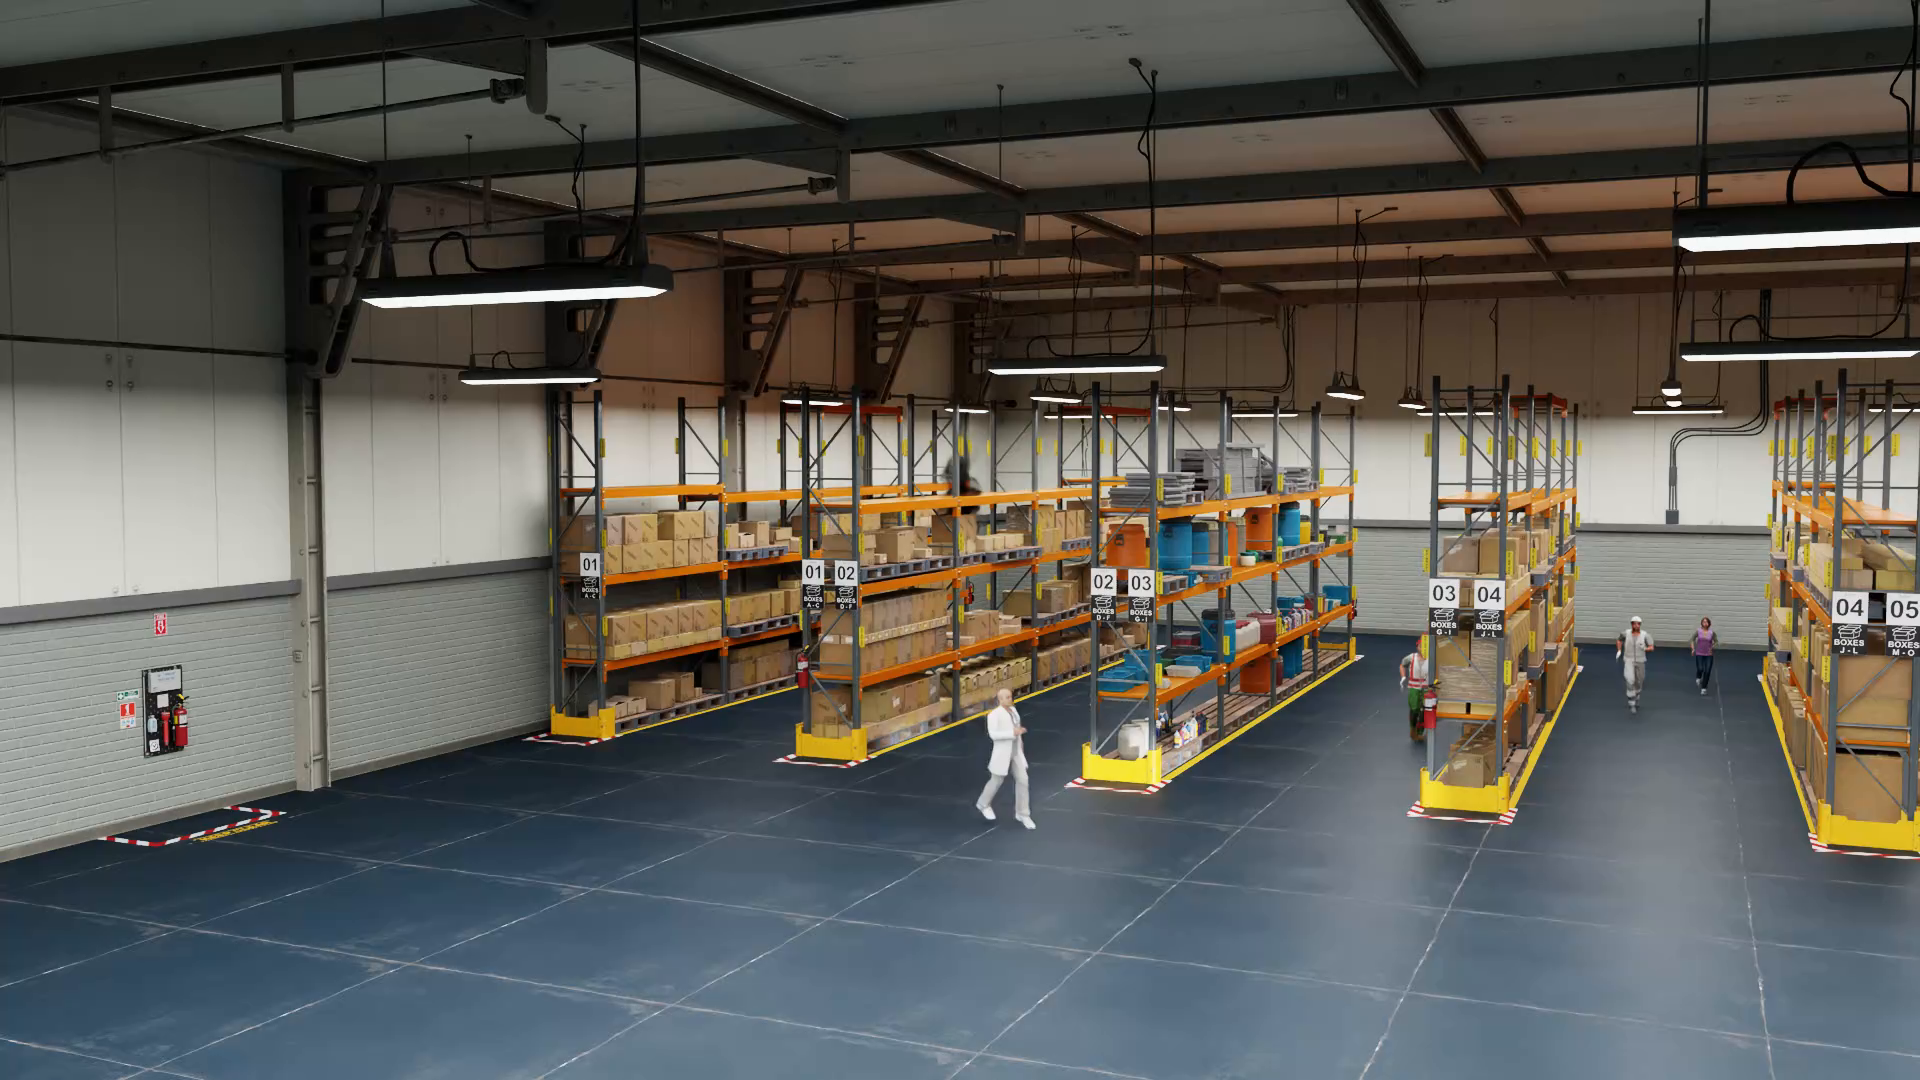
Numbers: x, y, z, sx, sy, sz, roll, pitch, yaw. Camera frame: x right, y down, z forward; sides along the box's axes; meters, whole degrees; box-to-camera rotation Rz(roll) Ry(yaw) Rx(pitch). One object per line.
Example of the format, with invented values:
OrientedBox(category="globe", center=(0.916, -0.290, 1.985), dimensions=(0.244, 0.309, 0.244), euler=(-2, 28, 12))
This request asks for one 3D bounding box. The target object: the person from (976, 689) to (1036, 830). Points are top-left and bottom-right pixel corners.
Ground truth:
OrientedBox(category="person", center=(0.614, 2.879, 22.044), dimensions=(0.684, 1.824, 0.908), euler=(-3, 4, -42))

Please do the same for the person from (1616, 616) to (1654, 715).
OrientedBox(category="person", center=(12.787, 2.340, 31.517), dimensions=(0.647, 1.814, 0.938), euler=(1, 3, 18))

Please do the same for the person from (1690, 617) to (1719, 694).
OrientedBox(category="person", center=(15.184, 2.358, 33.925), dimensions=(0.541, 1.562, 0.544), euler=(1, 3, 22))

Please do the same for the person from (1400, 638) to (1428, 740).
OrientedBox(category="person", center=(7.824, 2.547, 28.272), dimensions=(0.652, 1.752, 0.615), euler=(1, 3, 12))
